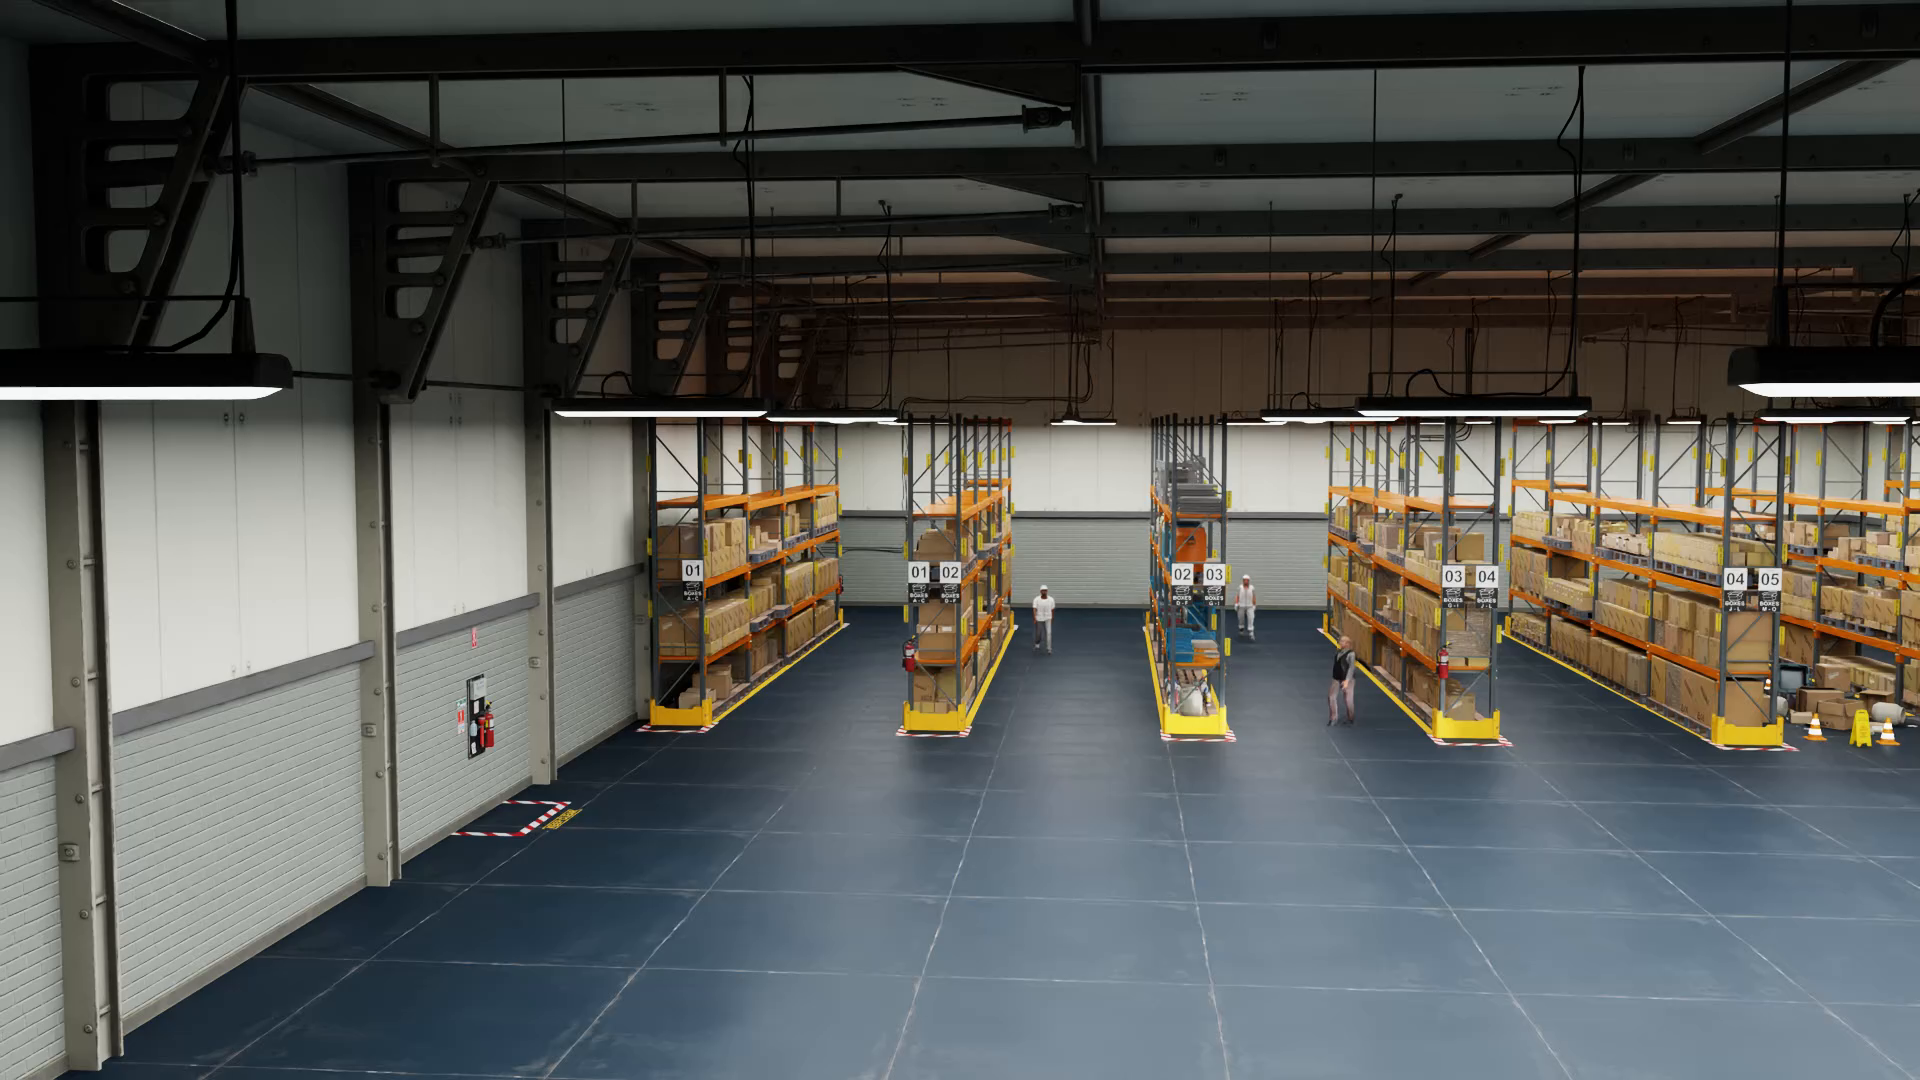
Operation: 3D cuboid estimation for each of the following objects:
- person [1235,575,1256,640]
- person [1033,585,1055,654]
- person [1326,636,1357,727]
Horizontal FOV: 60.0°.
[{"bbox_3d":[7.704,1.808,44.899,0.623,1.729,1.055,0,4,1],"label":"person"},{"bbox_3d":[2.130,2.011,42.187,0.575,1.727,1.036,0,4,-4],"label":"person"},{"bbox_3d":[7.366,2.745,31.889,0.518,1.774,0.588,4,5,43],"label":"person"}]
